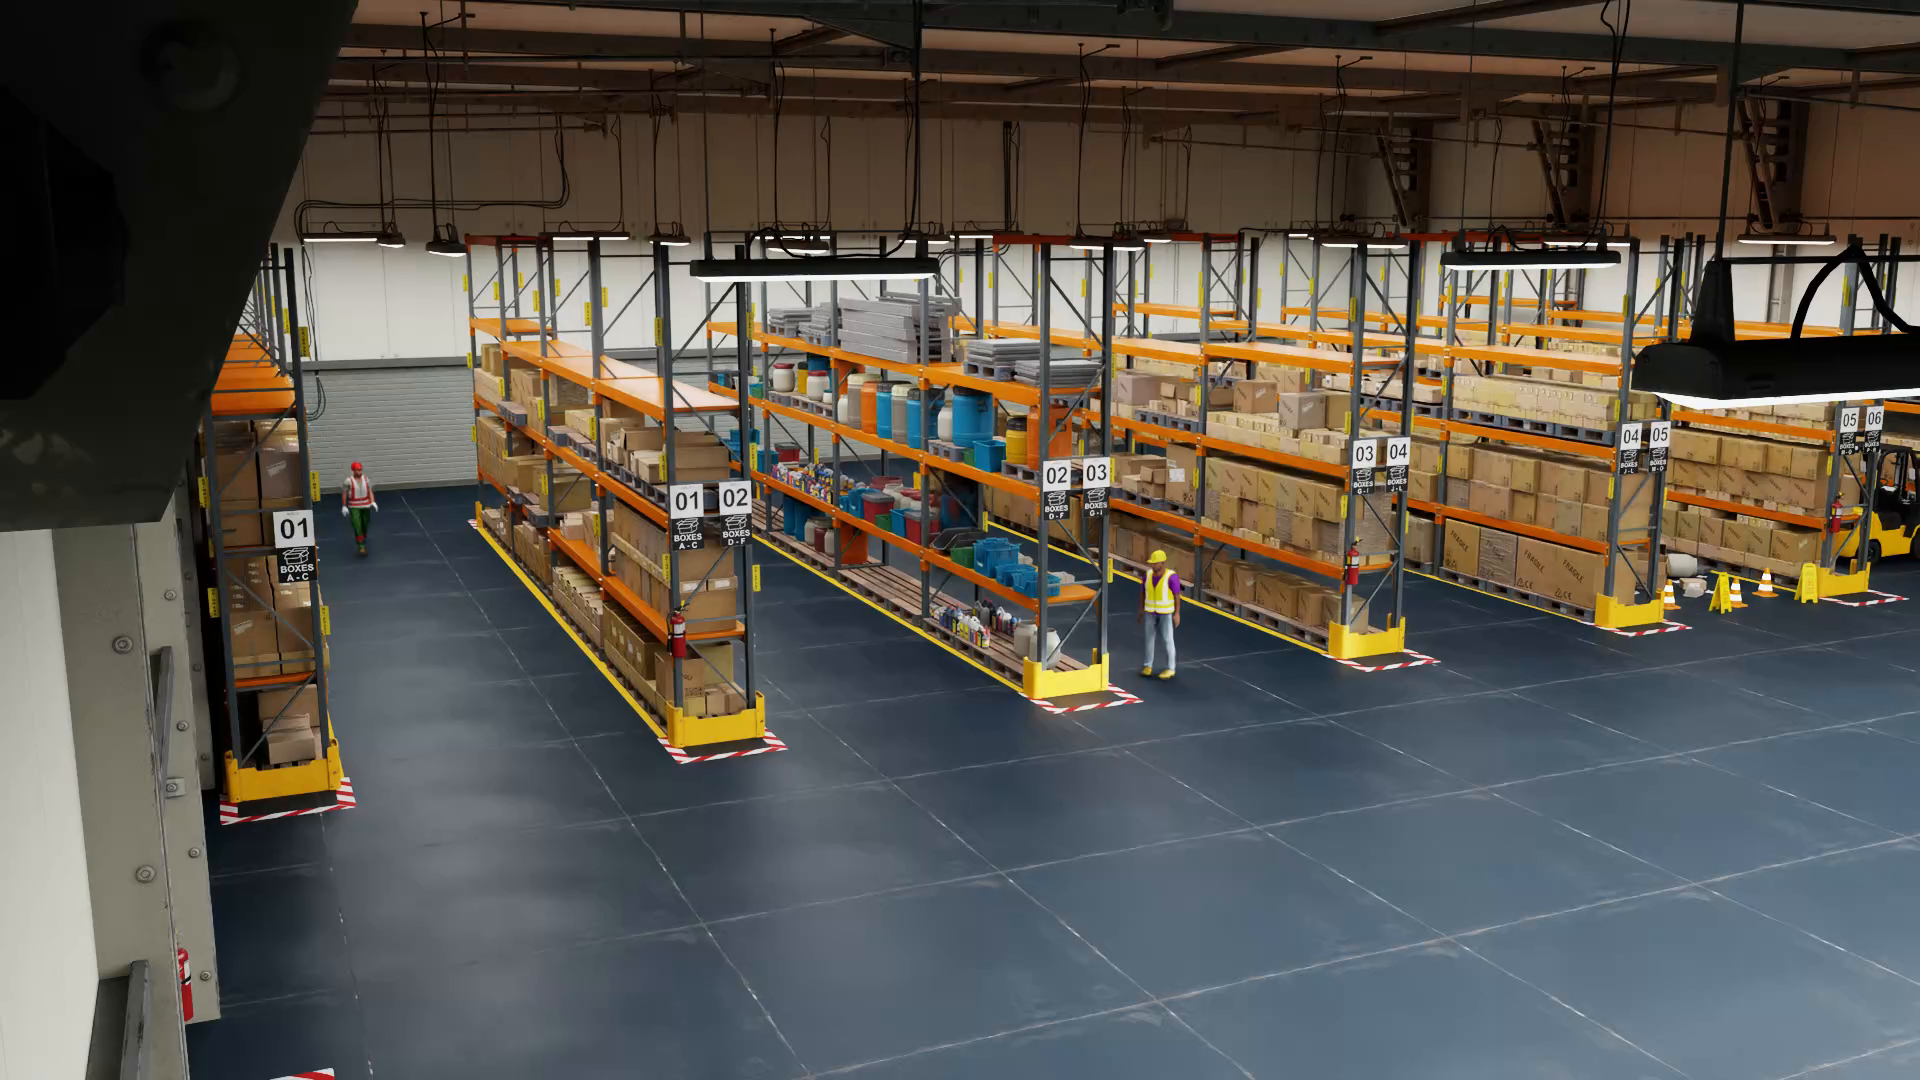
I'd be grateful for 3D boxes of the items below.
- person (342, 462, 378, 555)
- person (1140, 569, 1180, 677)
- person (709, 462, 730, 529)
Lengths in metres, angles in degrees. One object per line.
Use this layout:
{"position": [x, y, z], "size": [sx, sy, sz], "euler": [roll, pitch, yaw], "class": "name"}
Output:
{"position": [-11.410, -0.621, 31.628], "size": [0.621, 1.733, 1.055], "euler": [-7, 13, -31], "class": "person"}
{"position": [2.752, 1.141, 23.215], "size": [0.583, 1.521, 0.427], "euler": [6, 12, 28], "class": "person"}
{"position": [-5.009, -1.046, 34.391], "size": [0.669, 1.565, 0.448], "euler": [10, 15, 42], "class": "person"}
